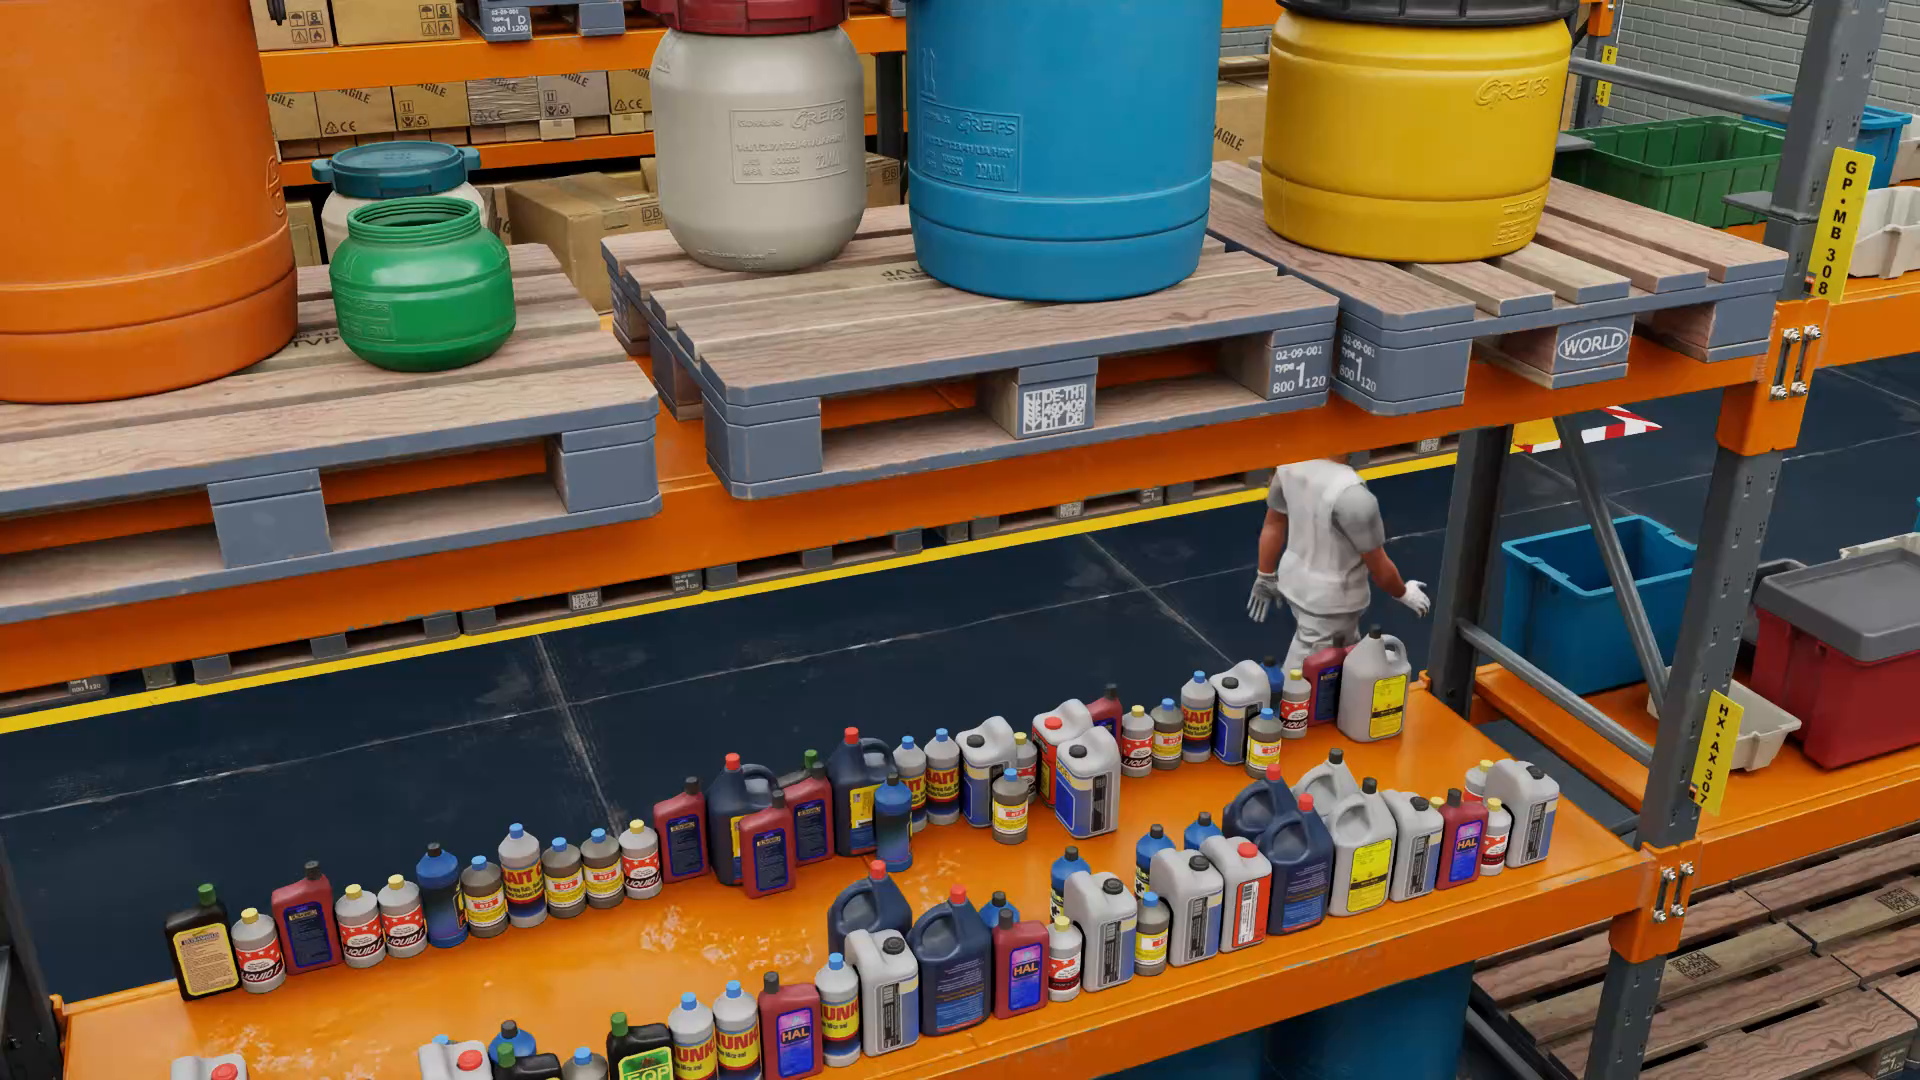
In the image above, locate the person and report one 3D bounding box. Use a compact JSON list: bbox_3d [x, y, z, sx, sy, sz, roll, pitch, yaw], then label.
[{"bbox_3d":[1.546,0.194,6.644,1.055,1.719,0.541,-8,27,-17],"label":"person"}]
